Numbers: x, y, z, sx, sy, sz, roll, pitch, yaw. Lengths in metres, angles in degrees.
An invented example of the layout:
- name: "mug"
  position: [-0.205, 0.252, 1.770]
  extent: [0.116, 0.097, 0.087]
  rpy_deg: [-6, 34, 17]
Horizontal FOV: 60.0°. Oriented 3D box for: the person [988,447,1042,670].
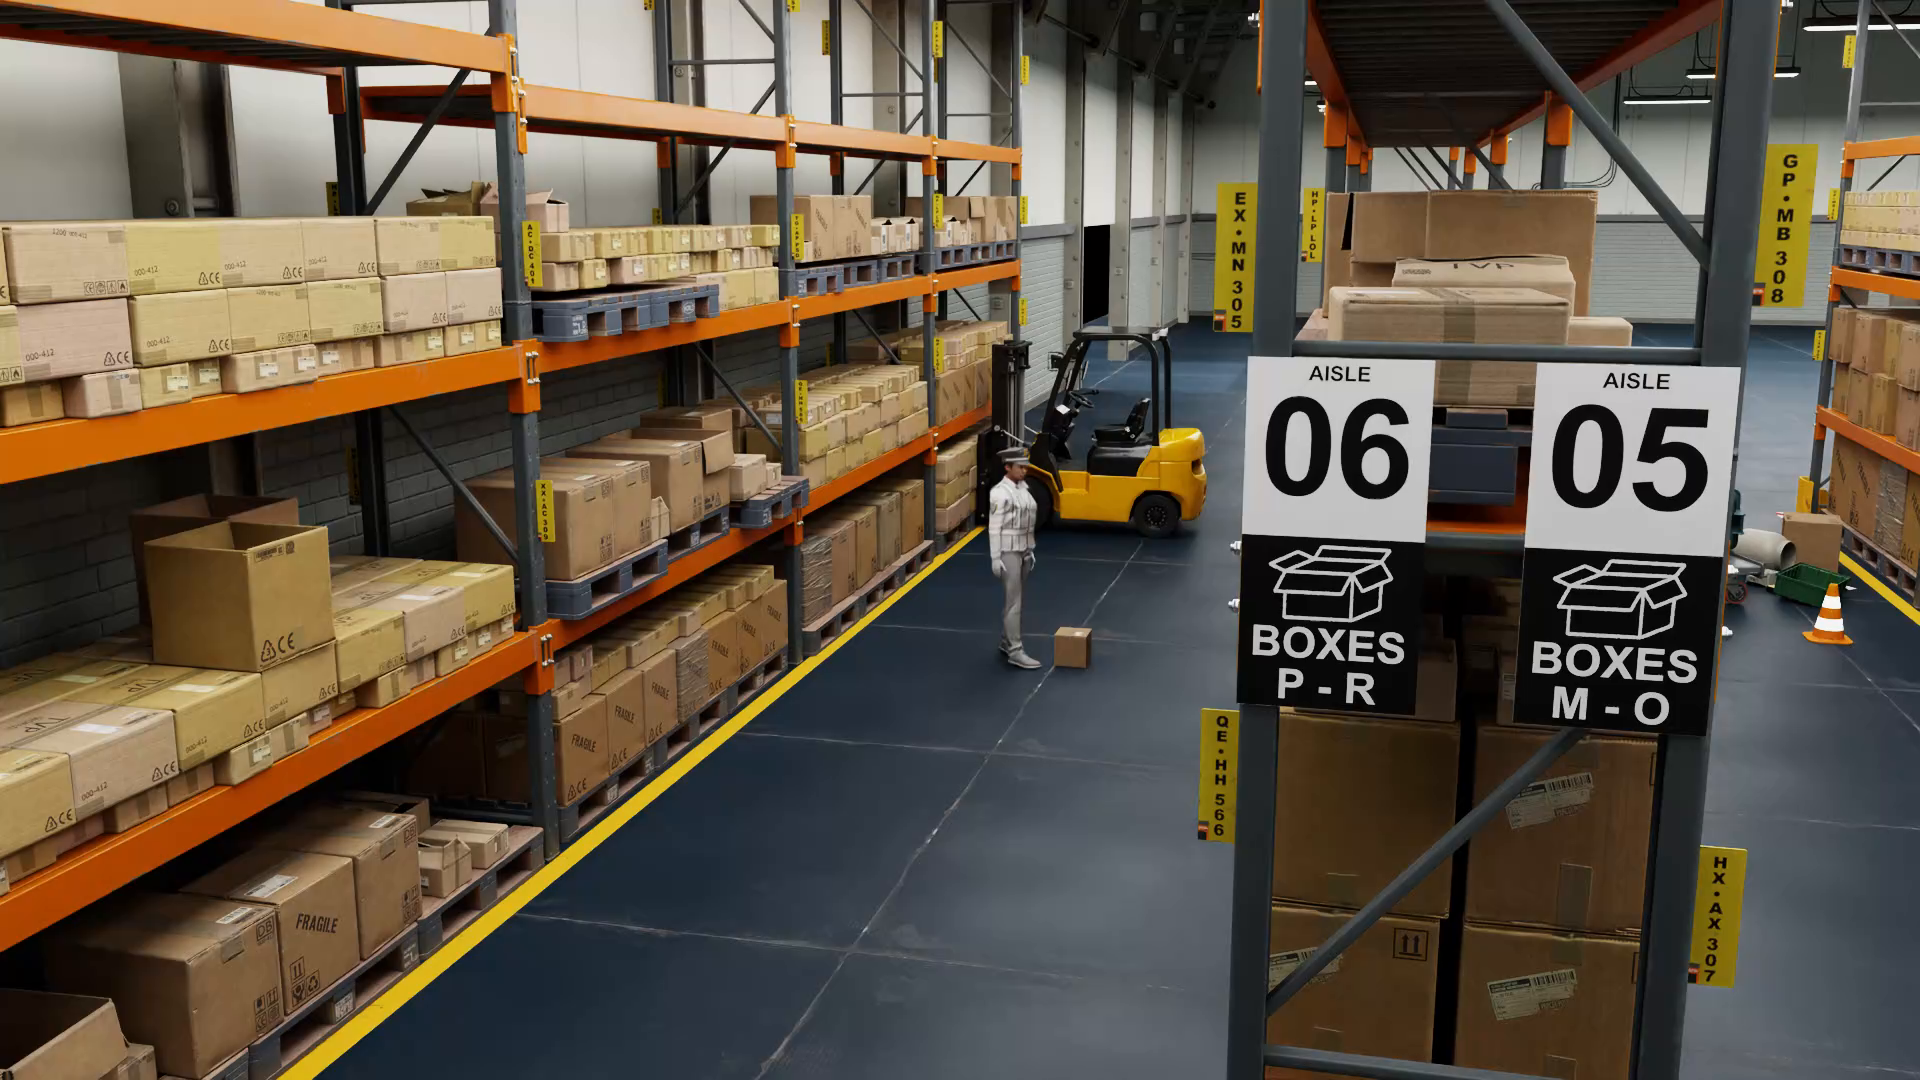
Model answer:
- name: "person"
  position: [0.468, 0.116, 12.836]
  extent: [0.557, 1.670, 0.483]
  rpy_deg: [8, 14, 34]
